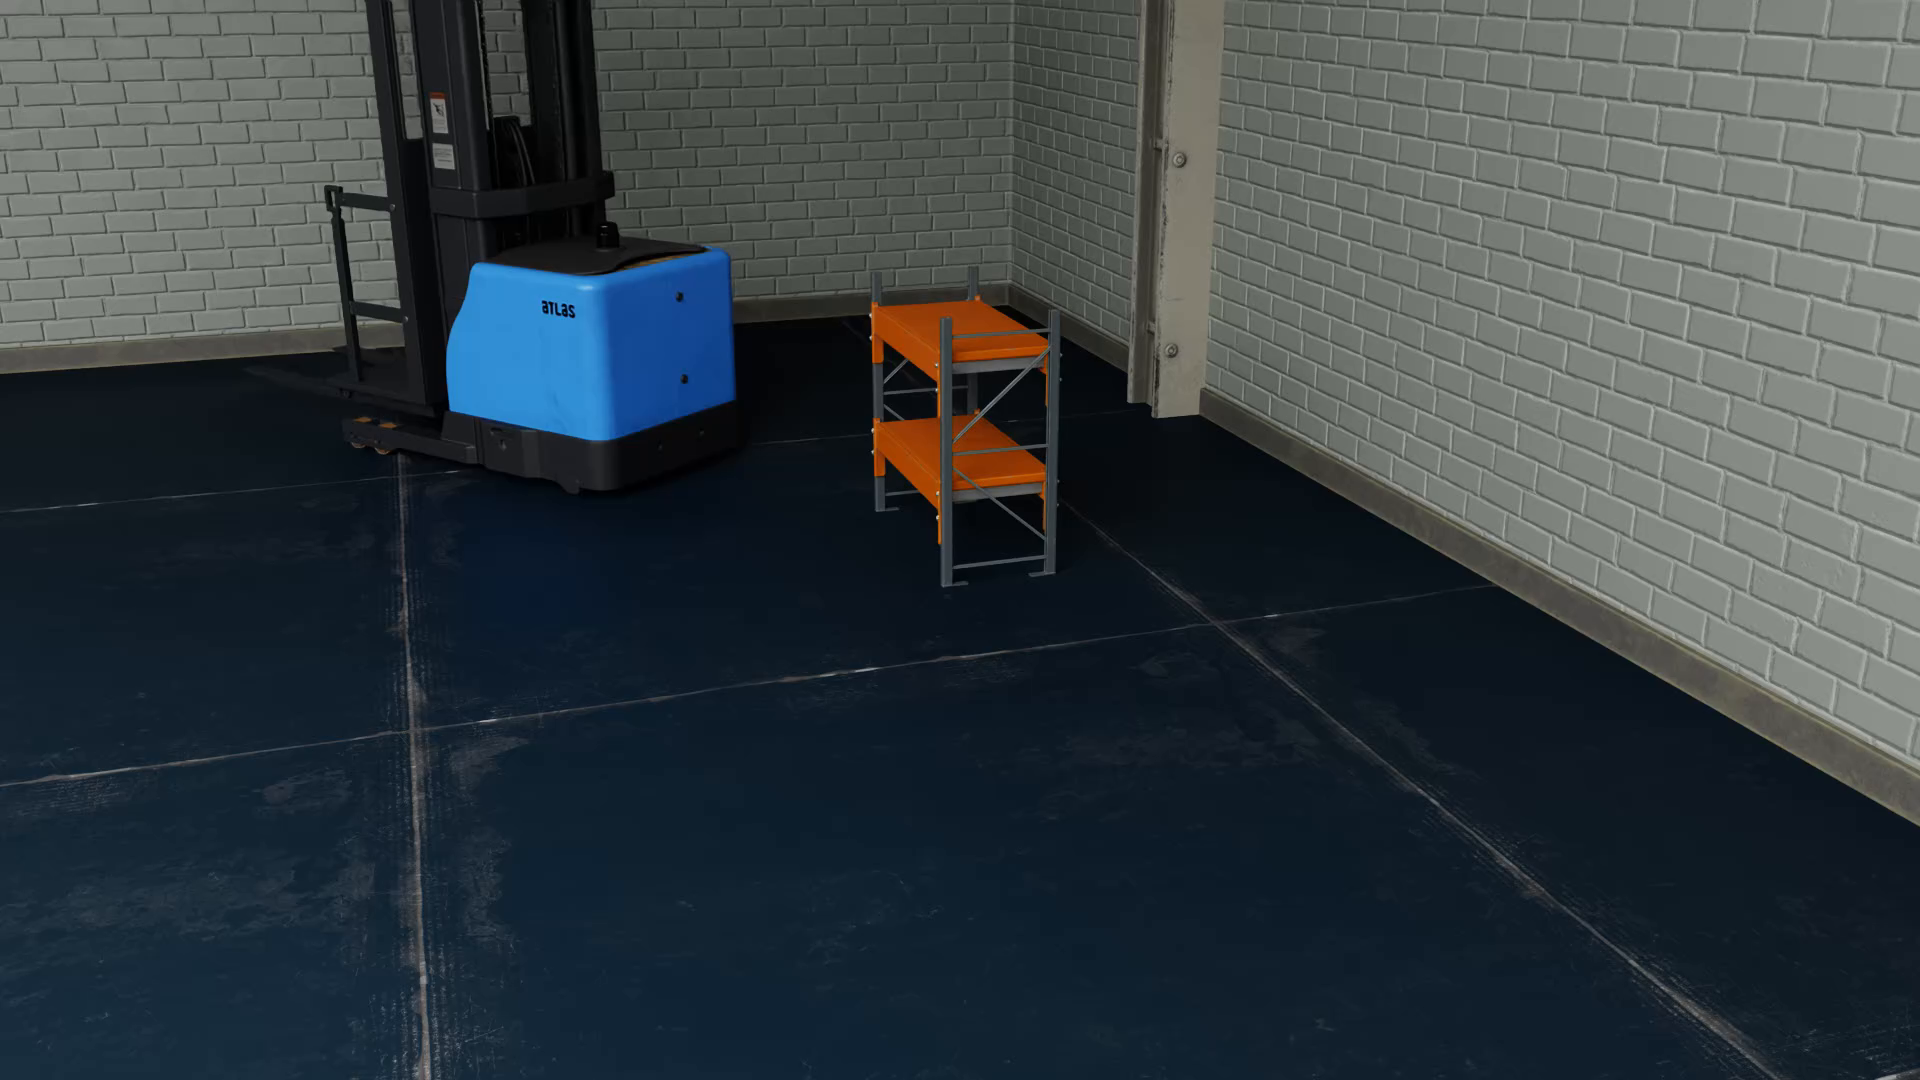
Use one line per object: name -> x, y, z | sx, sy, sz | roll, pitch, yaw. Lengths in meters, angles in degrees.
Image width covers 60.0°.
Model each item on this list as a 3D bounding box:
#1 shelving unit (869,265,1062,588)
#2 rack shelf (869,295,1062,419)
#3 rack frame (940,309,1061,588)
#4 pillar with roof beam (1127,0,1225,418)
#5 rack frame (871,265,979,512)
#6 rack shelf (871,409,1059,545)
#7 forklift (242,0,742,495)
shelving unit -> 0.002, -0.527, 7.220 | 0.538, 1.125, 1.048 | -6, 21, -17
rack shelf -> 0.002, -0.803, 7.121 | 0.538, 0.278, 1.000 | -6, 21, -17
rack frame -> 0.162, -0.364, 6.766 | 0.500, 1.125, 0.032 | -6, 21, -17
pillar with roof beam -> -2.910, -4.539, 6.742 | 9.100, 9.000, 0.400 | -6, 21, -17
rack frame -> -0.158, -0.690, 7.674 | 0.500, 1.125, 0.032 | -6, 21, -17
rack shelf -> 0.002, -0.297, 7.303 | 0.538, 0.278, 1.000 | -6, 21, -17
forklift -> -2.641, -1.958, 8.532 | 3.031, 2.935, 1.130 | 12, 23, 31
